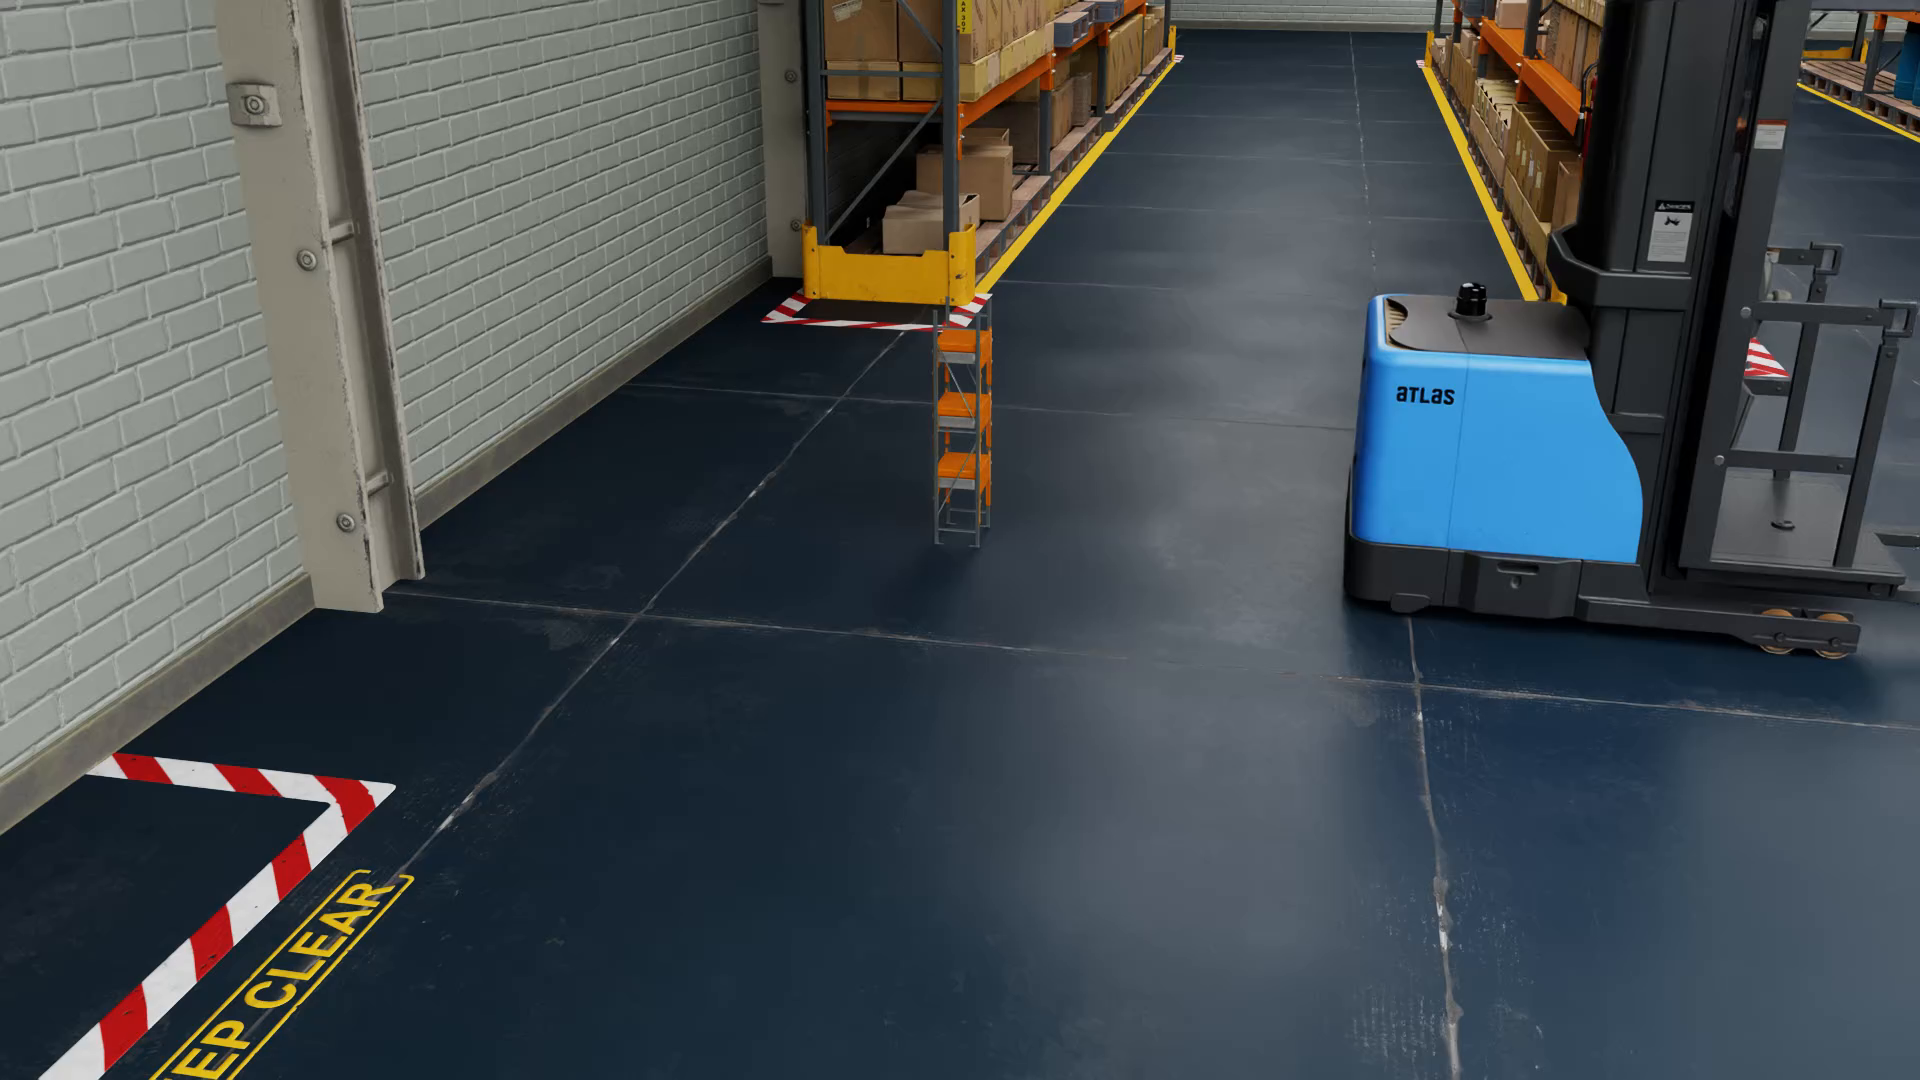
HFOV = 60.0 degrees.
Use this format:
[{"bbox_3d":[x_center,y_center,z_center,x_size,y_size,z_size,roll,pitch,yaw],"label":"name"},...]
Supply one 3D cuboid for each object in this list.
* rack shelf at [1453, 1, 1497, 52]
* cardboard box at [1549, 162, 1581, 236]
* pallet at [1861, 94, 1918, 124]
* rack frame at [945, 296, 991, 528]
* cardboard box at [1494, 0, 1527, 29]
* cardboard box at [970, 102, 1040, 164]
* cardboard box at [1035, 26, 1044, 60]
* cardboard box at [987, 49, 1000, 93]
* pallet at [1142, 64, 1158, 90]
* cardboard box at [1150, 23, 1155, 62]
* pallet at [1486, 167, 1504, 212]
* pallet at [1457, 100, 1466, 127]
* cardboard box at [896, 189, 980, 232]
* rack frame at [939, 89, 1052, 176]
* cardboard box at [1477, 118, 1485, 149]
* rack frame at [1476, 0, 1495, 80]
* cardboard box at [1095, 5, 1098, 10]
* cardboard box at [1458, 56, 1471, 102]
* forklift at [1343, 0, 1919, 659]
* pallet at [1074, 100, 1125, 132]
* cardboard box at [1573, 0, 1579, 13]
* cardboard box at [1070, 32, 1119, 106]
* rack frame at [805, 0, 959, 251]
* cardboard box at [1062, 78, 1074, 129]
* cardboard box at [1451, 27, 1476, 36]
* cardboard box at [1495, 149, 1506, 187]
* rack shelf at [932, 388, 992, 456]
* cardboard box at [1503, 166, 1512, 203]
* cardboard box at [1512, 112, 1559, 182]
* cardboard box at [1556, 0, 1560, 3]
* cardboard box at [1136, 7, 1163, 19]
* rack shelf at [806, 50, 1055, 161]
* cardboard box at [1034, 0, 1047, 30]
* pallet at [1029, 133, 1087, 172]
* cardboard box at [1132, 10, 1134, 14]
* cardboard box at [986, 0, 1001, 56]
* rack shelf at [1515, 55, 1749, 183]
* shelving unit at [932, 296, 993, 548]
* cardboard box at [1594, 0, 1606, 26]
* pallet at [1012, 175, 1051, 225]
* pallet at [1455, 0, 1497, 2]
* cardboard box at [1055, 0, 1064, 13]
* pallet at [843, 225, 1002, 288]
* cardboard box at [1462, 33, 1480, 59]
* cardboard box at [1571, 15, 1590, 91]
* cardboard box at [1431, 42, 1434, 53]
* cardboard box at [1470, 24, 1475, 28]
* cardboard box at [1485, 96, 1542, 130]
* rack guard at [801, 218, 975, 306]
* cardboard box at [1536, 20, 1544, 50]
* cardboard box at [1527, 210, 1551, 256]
[{"bbox_3d":[6.384,-6.004,19.209,1.077,0.370,4.000,4,22,11],"label":"rack shelf"},{"bbox_3d":[4.162,-2.167,10.832,0.500,0.500,0.500,4,22,11],"label":"cardboard box"},{"bbox_3d":[11.442,-5.118,19.778,1.003,0.211,1.213,4,22,11],"label":"pallet"},{"bbox_3d":[0.036,-0.551,7.317,0.200,1.050,0.008,4,22,11],"label":"rack frame"},{"bbox_3d":[5.604,-5.253,16.500,0.500,0.311,0.500,4,22,10],"label":"cardboard box"},{"bbox_3d":[0.444,-3.835,15.617,0.700,0.500,0.500,5,23,13],"label":"cardboard box"},{"bbox_3d":[0.400,-4.081,13.647,0.500,0.250,0.500,5,22,11],"label":"cardboard box"},{"bbox_3d":[-0.004,-3.342,11.810,0.500,0.250,0.500,4,22,9],"label":"cardboard box"},{"bbox_3d":[2.174,-6.424,23.022,1.003,0.211,1.213,4,22,11],"label":"pallet"},{"bbox_3d":[2.408,-7.117,23.795,0.700,0.500,0.500,5,22,12],"label":"cardboard box"},{"bbox_3d":[5.272,-3.122,14.824,1.003,0.211,1.213,4,22,11],"label":"pallet"},{"bbox_3d":[6.417,-5.028,19.555,1.003,0.211,1.213,4,22,11],"label":"pallet"},{"bbox_3d":[-0.161,-2.468,12.477,0.500,0.311,0.500,6,23,15],"label":"cardboard box"},{"bbox_3d":[0.310,-4.520,14.561,1.000,3.000,0.127,4,22,11],"label":"rack frame"},{"bbox_3d":[5.380,-3.982,16.344,0.500,0.250,0.500,4,22,10],"label":"cardboard box"},{"bbox_3d":[5.976,-5.606,17.259,1.000,3.000,0.127,4,22,11],"label":"rack frame"},{"bbox_3d":[1.420,-5.978,18.491,0.380,0.149,0.250,4,22,10],"label":"cardboard box"},{"bbox_3d":[6.144,-5.392,19.485,0.500,0.500,0.500,4,22,9],"label":"cardboard box"},{"bbox_3d":[3.113,-1.131,6.239,3.031,2.935,1.130,5,22,12],"label":"forklift"},{"bbox_3d":[1.360,-4.972,19.416,1.003,0.211,1.213,4,22,11],"label":"pallet"},{"bbox_3d":[4.603,-3.840,11.872,0.380,0.149,0.250,4,22,10],"label":"cardboard box"},{"bbox_3d":[1.404,-5.439,19.159,0.750,0.750,0.750,4,22,10],"label":"cardboard box"},{"bbox_3d":[-0.507,-3.057,10.928,1.000,3.000,0.127,4,22,11],"label":"rack frame"},{"bbox_3d":[0.811,-4.580,17.468,0.700,0.500,0.500,4,22,11],"label":"cardboard box"},{"bbox_3d":[7.171,-6.803,22.982,0.797,0.503,0.637,4,22,11],"label":"cardboard box"},{"bbox_3d":[4.961,-3.236,14.493,0.500,0.250,0.500,4,22,10],"label":"cardboard box"},{"bbox_3d":[0.011,-0.497,7.210,0.215,0.259,0.240,4,22,11],"label":"rack shelf"},{"bbox_3d":[4.768,-2.916,13.698,0.500,0.250,0.500,4,22,11],"label":"cardboard box"},{"bbox_3d":[4.664,-3.081,13.104,0.500,0.500,0.500,4,22,11],"label":"cardboard box"},{"bbox_3d":[4.813,-4.221,12.816,0.380,0.149,0.250,4,22,10],"label":"cardboard box"},{"bbox_3d":[2.814,-7.826,24.687,0.380,0.149,0.250,5,22,12],"label":"cardboard box"},{"bbox_3d":[-0.099,-3.455,12.879,1.077,0.370,4.000,4,22,11],"label":"rack shelf"},{"bbox_3d":[0.420,-4.428,13.503,0.500,0.500,0.500,4,22,11],"label":"cardboard box"},{"bbox_3d":[0.714,-3.959,16.900,1.003,0.211,1.213,4,22,11],"label":"pallet"},{"bbox_3d":[2.338,-7.672,24.303,0.380,0.149,0.250,5,22,12],"label":"cardboard box"},{"bbox_3d":[-0.004,-3.676,11.636,0.500,0.500,0.500,5,22,11],"label":"cardboard box"},{"bbox_3d":[4.752,-3.078,11.945,1.077,0.370,4.000,4,22,11],"label":"rack shelf"},{"bbox_3d":[0.011,-0.507,7.206,0.215,1.050,0.252,4,22,11],"label":"shelving unit"},{"bbox_3d":[4.393,-3.463,10.935,0.380,0.149,0.250,5,22,12],"label":"cardboard box"},{"bbox_3d":[0.207,-2.978,14.465,1.003,0.211,1.213,4,22,11],"label":"pallet"},{"bbox_3d":[6.522,-6.696,20.222,1.003,0.211,1.213,4,22,11],"label":"pallet"},{"bbox_3d":[0.568,-5.157,15.422,0.700,0.500,0.500,7,23,16],"label":"cardboard box"},{"bbox_3d":[-0.291,-2.085,12.249,1.003,0.211,1.213,4,22,11],"label":"pallet"},{"bbox_3d":[6.149,-5.754,19.379,0.500,0.250,0.500,4,22,10],"label":"cardboard box"},{"bbox_3d":[4.765,-3.463,11.803,0.700,0.500,0.500,5,23,13],"label":"cardboard box"},{"bbox_3d":[7.187,-7.287,24.659,0.380,0.149,0.250,4,22,11],"label":"cardboard box"},{"bbox_3d":[7.739,-7.359,24.368,0.500,0.500,0.500,4,22,11],"label":"cardboard box"},{"bbox_3d":[5.272,-4.049,15.761,0.500,0.311,0.500,4,22,10],"label":"cardboard box"},{"bbox_3d":[-0.491,-1.925,11.464,1.175,0.500,0.348,4,22,11],"label":"rack guard"},{"bbox_3d":[5.159,-4.417,14.485,0.396,0.266,0.258,4,22,10],"label":"cardboard box"},{"bbox_3d":[4.354,-2.185,11.883,0.500,0.250,0.500,4,22,11],"label":"cardboard box"}]
